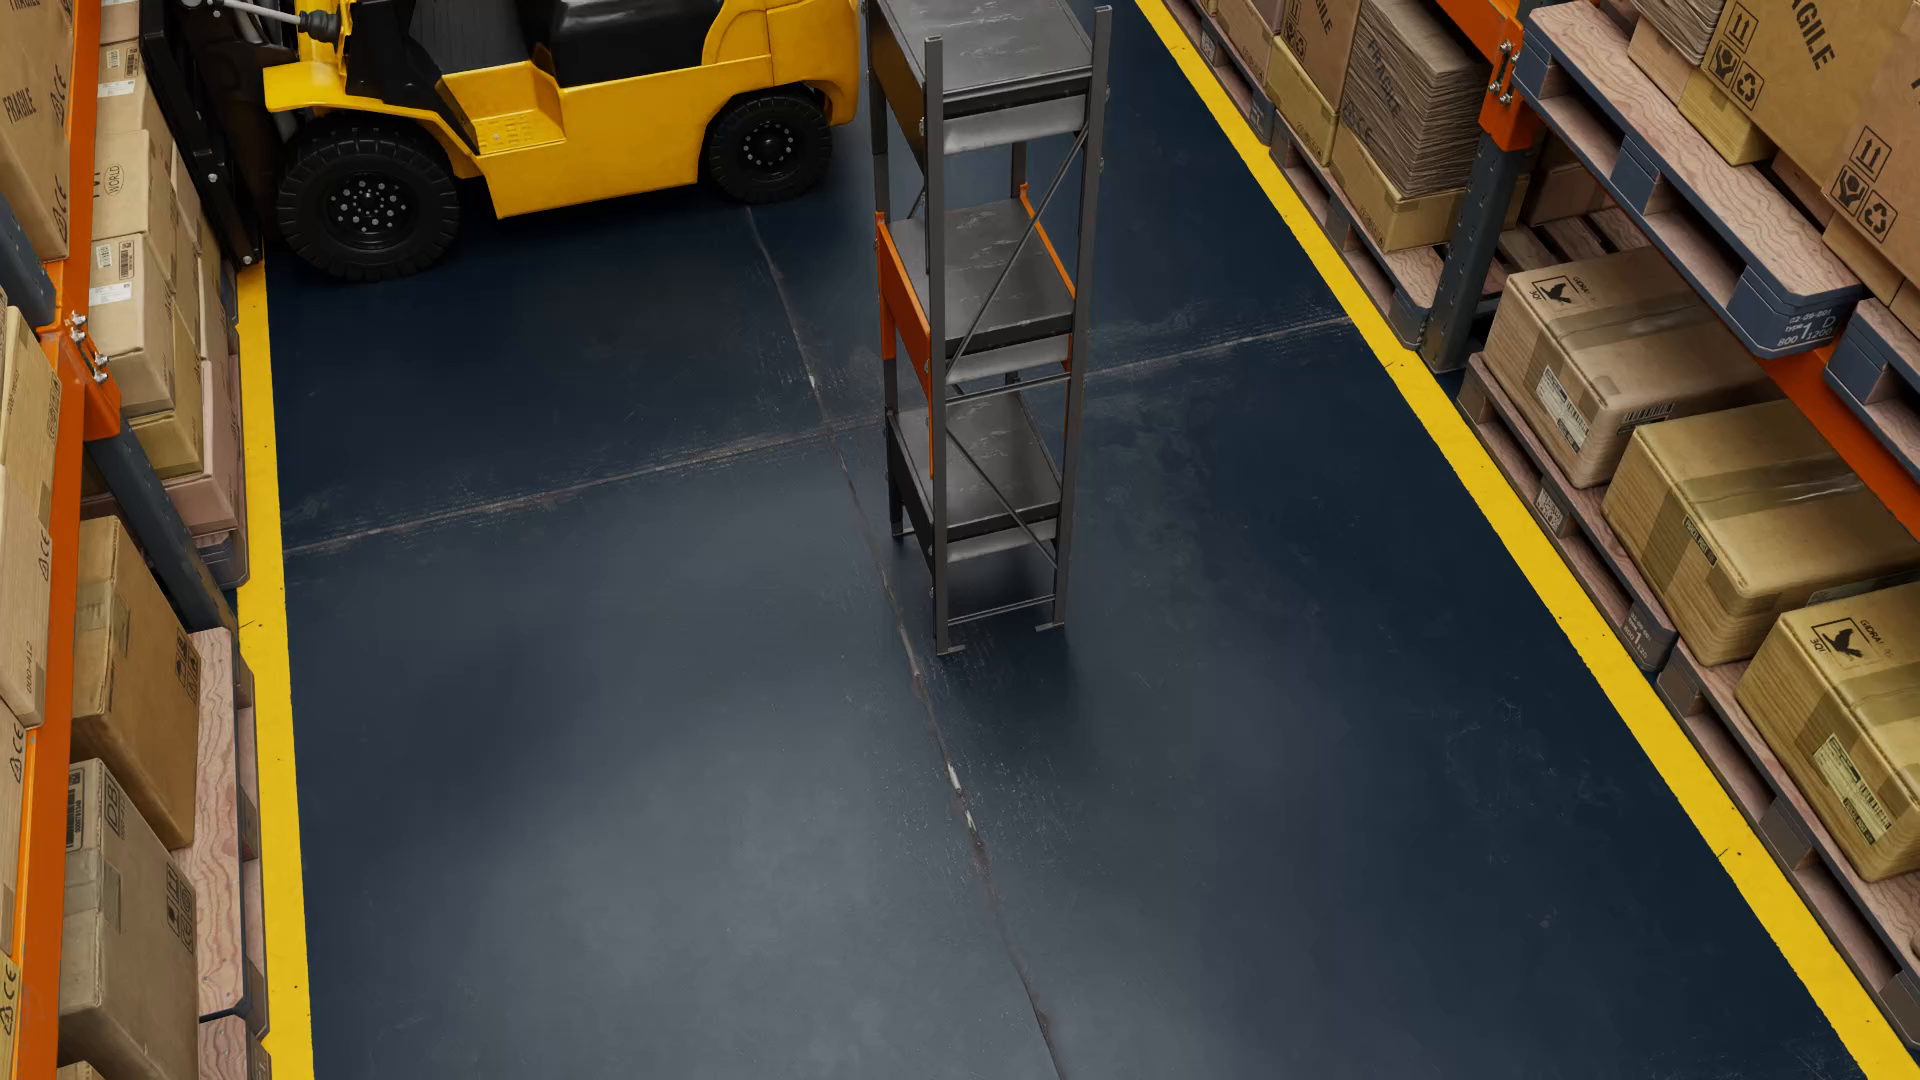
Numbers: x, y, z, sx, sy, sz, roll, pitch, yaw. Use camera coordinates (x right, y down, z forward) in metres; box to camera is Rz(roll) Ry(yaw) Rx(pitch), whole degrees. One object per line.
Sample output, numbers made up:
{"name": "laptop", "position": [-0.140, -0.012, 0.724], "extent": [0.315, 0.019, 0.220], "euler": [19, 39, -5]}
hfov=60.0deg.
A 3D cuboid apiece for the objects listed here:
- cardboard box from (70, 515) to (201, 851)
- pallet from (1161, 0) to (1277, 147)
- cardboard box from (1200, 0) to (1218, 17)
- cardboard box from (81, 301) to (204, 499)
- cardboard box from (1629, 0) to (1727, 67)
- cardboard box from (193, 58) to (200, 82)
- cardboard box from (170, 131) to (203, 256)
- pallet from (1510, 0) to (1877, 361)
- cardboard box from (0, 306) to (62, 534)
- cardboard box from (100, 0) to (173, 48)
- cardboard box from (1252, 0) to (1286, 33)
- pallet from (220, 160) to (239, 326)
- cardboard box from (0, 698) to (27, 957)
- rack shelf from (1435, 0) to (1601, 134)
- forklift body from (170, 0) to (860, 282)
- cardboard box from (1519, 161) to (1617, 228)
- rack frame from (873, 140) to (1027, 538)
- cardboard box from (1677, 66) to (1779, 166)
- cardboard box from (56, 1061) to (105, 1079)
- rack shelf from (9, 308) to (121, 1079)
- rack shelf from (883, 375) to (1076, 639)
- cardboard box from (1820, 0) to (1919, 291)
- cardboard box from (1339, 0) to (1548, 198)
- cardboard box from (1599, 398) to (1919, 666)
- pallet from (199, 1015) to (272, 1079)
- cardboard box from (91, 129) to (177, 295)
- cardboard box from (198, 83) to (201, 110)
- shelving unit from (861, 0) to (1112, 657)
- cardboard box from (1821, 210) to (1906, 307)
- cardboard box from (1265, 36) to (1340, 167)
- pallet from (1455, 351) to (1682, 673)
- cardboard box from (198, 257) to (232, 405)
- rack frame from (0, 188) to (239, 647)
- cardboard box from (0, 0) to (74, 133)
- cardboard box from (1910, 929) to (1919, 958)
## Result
{"name": "cardboard box", "position": [-2.484, 0.446, 4.190], "extent": [0.875, 0.625, 0.625], "euler": [-11, 51, -9]}
{"name": "pallet", "position": [1.495, -2.164, 6.936], "extent": [1.003, 0.211, 1.213], "euler": [-13, 51, -11]}
{"name": "cardboard box", "position": [1.200, -2.436, 6.866], "extent": [0.500, 0.250, 0.500], "euler": [-10, 51, -9]}
{"name": "cardboard box", "position": [-2.497, -0.396, 4.818], "extent": [0.500, 0.250, 0.500], "euler": [-14, 51, -11]}
{"name": "cardboard box", "position": [1.957, -1.544, 4.055], "extent": [0.500, 0.500, 0.500], "euler": [-12, 51, -10]}
{"name": "cardboard box", "position": [-3.078, -1.868, 6.060], "extent": [0.500, 0.250, 0.500], "euler": [-14, 51, -12]}
{"name": "cardboard box", "position": [-2.785, -1.133, 5.440], "extent": [0.500, 0.250, 0.500], "euler": [-14, 51, -11]}
{"name": "pallet", "position": [2.179, -1.035, 4.286], "extent": [1.003, 0.211, 1.213], "euler": [-13, 51, -11]}
{"name": "cardboard box", "position": [-2.250, -0.205, 3.559], "extent": [0.500, 0.250, 0.500], "euler": [-12, 51, -10]}
{"name": "cardboard box", "position": [-2.940, -1.680, 5.574], "extent": [0.500, 0.250, 0.500], "euler": [-14, 51, -12]}
{"name": "cardboard box", "position": [1.356, -2.293, 6.255], "extent": [0.500, 0.500, 0.500], "euler": [-11, 51, -9]}
{"name": "pallet", "position": [-3.208, -1.147, 6.078], "extent": [1.003, 0.211, 1.213], "euler": [-13, 51, -11]}
{"name": "cardboard box", "position": [-1.978, 0.530, 2.939], "extent": [0.500, 0.250, 0.500], "euler": [-13, 51, -11]}
{"name": "rack shelf", "position": [1.500, -2.916, 6.217], "extent": [1.077, 0.370, 4.000], "euler": [-13, 51, -11]}
{"name": "forklift body", "position": [-1.528, -2.238, 5.730], "extent": [2.313, 2.155, 1.214], "euler": [-13, 51, -11]}
{"name": "cardboard box", "position": [2.175, -1.428, 6.016], "extent": [0.500, 0.250, 0.500], "euler": [-15, 52, -13]}
{"name": "rack frame", "position": [-0.023, -0.734, 4.496], "extent": [0.400, 2.100, 0.015], "euler": [-13, 51, -11]}
{"name": "cardboard box", "position": [2.019, -1.082, 4.090], "extent": [0.380, 0.149, 0.250], "euler": [-12, 51, -10]}
{"name": "cardboard box", "position": [-2.037, 1.563, 3.249], "extent": [0.875, 0.625, 0.625], "euler": [-15, 52, -12]}
{"name": "rack shelf", "position": [-2.057, 1.130, 2.806], "extent": [1.077, 0.370, 4.000], "euler": [-13, 51, -11]}
{"name": "rack shelf", "position": [0.049, -0.096, 4.891], "extent": [0.431, 0.518, 0.480], "euler": [-13, 51, -11]}
{"name": "cardboard box", "position": [2.238, -0.814, 3.439], "extent": [0.500, 0.500, 0.500], "euler": [-14, 51, -11]}
{"name": "cardboard box", "position": [1.660, -1.550, 5.628], "extent": [0.500, 0.500, 0.500], "euler": [-14, 51, -11]}
{"name": "cardboard box", "position": [2.465, -0.069, 4.790], "extent": [0.950, 0.372, 0.625], "euler": [-10, 51, -9]}
{"name": "pallet", "position": [-2.029, 1.758, 3.630], "extent": [1.003, 0.211, 1.213], "euler": [-13, 51, -11]}
{"name": "cardboard box", "position": [-2.634, -0.934, 4.945], "extent": [0.500, 0.250, 0.500], "euler": [-13, 51, -11]}
{"name": "cardboard box", "position": [-2.939, -1.354, 5.953], "extent": [0.500, 0.250, 0.500], "euler": [-12, 51, -10]}
{"name": "shelving unit", "position": [0.049, -0.556, 4.345], "extent": [0.431, 2.100, 0.503], "euler": [-13, 51, -11]}
{"name": "cardboard box", "position": [2.212, -0.695, 3.764], "extent": [0.380, 0.149, 0.250], "euler": [-13, 51, -10]}
{"name": "cardboard box", "position": [1.493, -1.694, 6.240], "extent": [0.500, 0.250, 0.500], "euler": [-15, 51, -12]}
{"name": "pallet", "position": [2.323, -0.220, 5.298], "extent": [1.003, 0.211, 1.213], "euler": [-13, 51, -11]}
{"name": "cardboard box", "position": [-2.640, -0.607, 5.324], "extent": [0.500, 0.250, 0.500], "euler": [-14, 51, -12]}
{"name": "rack frame", "position": [-2.649, -0.562, 3.762], "extent": [1.000, 3.000, 0.127], "euler": [-13, 51, -11]}
{"name": "cardboard box", "position": [-2.700, -1.354, 4.365], "extent": [0.500, 0.500, 0.500], "euler": [-13, 51, -10]}
{"name": "cardboard box", "position": [2.891, 0.994, 3.894], "extent": [0.950, 0.372, 0.625], "euler": [-14, 51, -12]}
